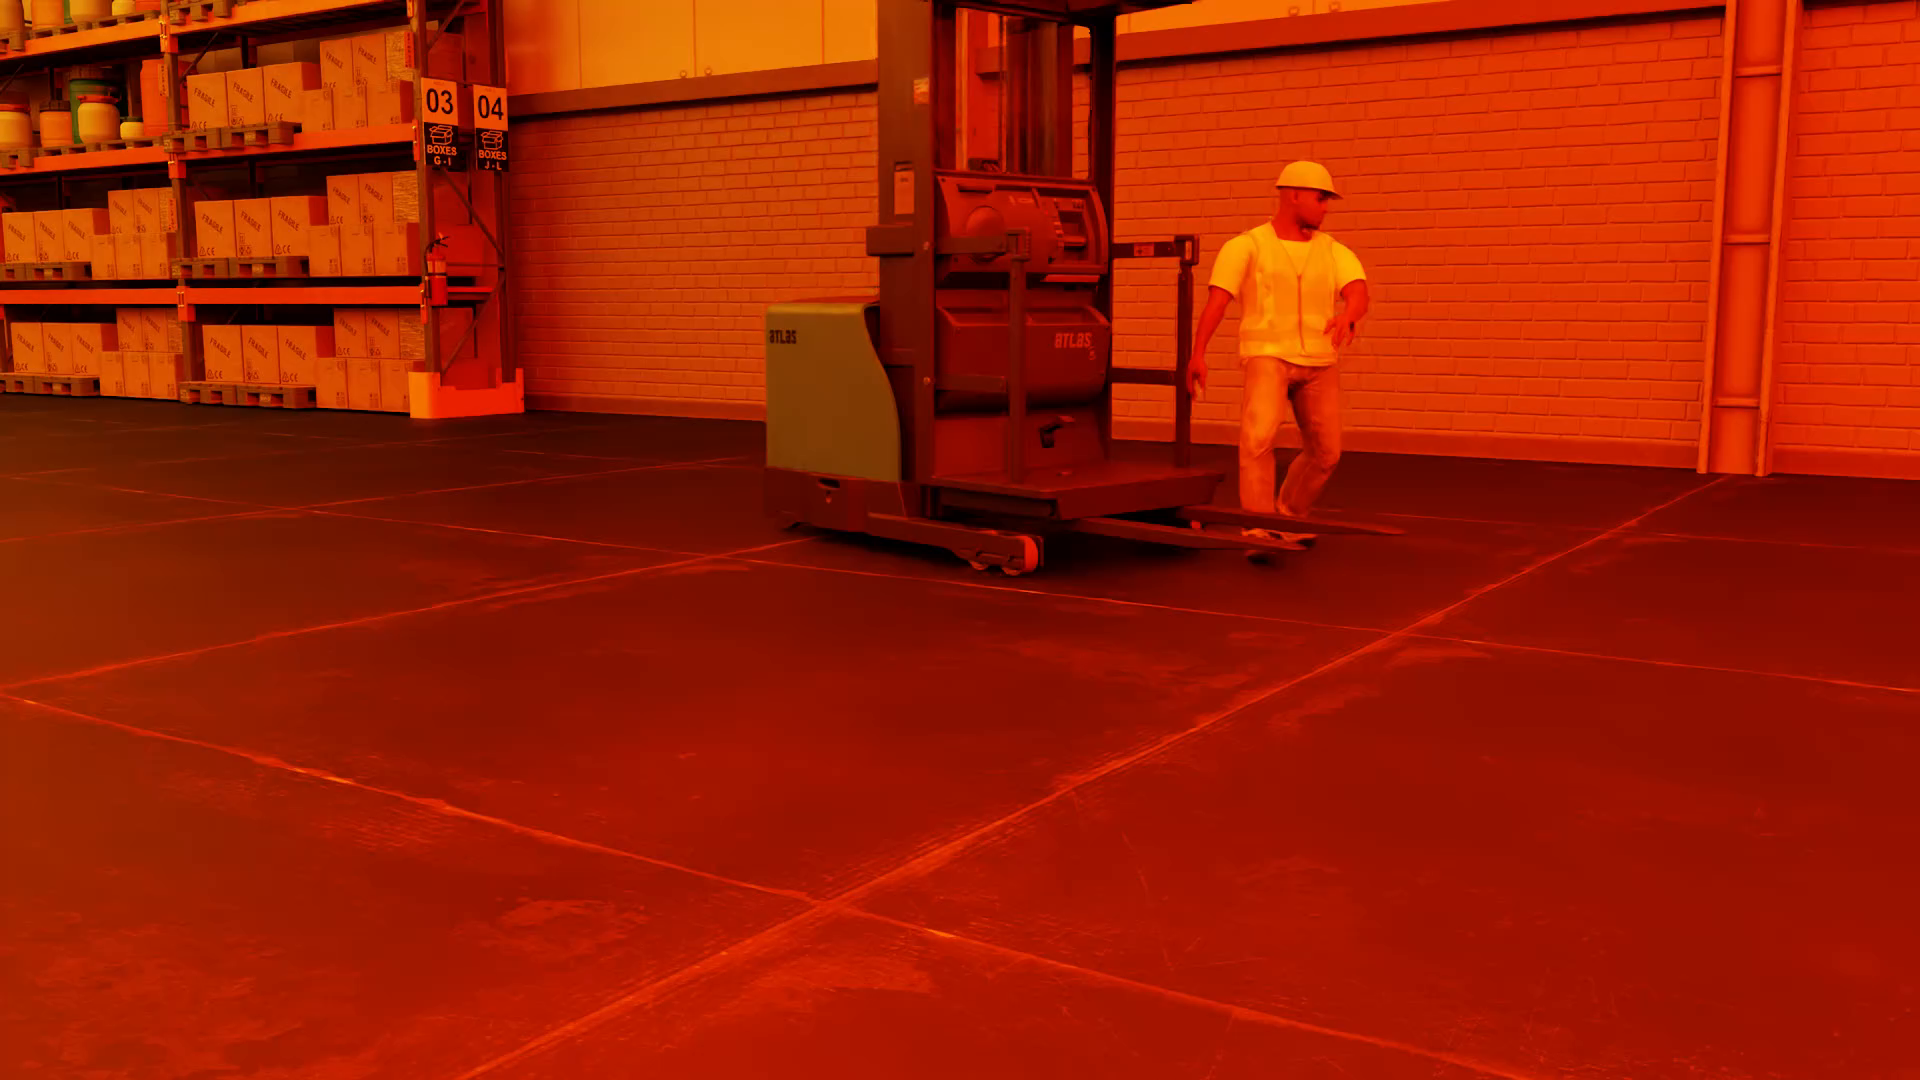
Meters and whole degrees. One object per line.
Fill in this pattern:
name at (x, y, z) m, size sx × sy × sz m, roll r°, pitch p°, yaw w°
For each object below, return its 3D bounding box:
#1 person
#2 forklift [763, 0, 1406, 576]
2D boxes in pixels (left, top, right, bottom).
person at (1.349, -0.760, 7.053) m, size 0.756 × 1.687 × 0.838 m, roll -2°, pitch 8°, yaw -16°
forklift at (0.420, -1.387, 6.949) m, size 1.130 × 2.935 × 3.031 m, roll -7°, pitch 11°, yaw -41°
